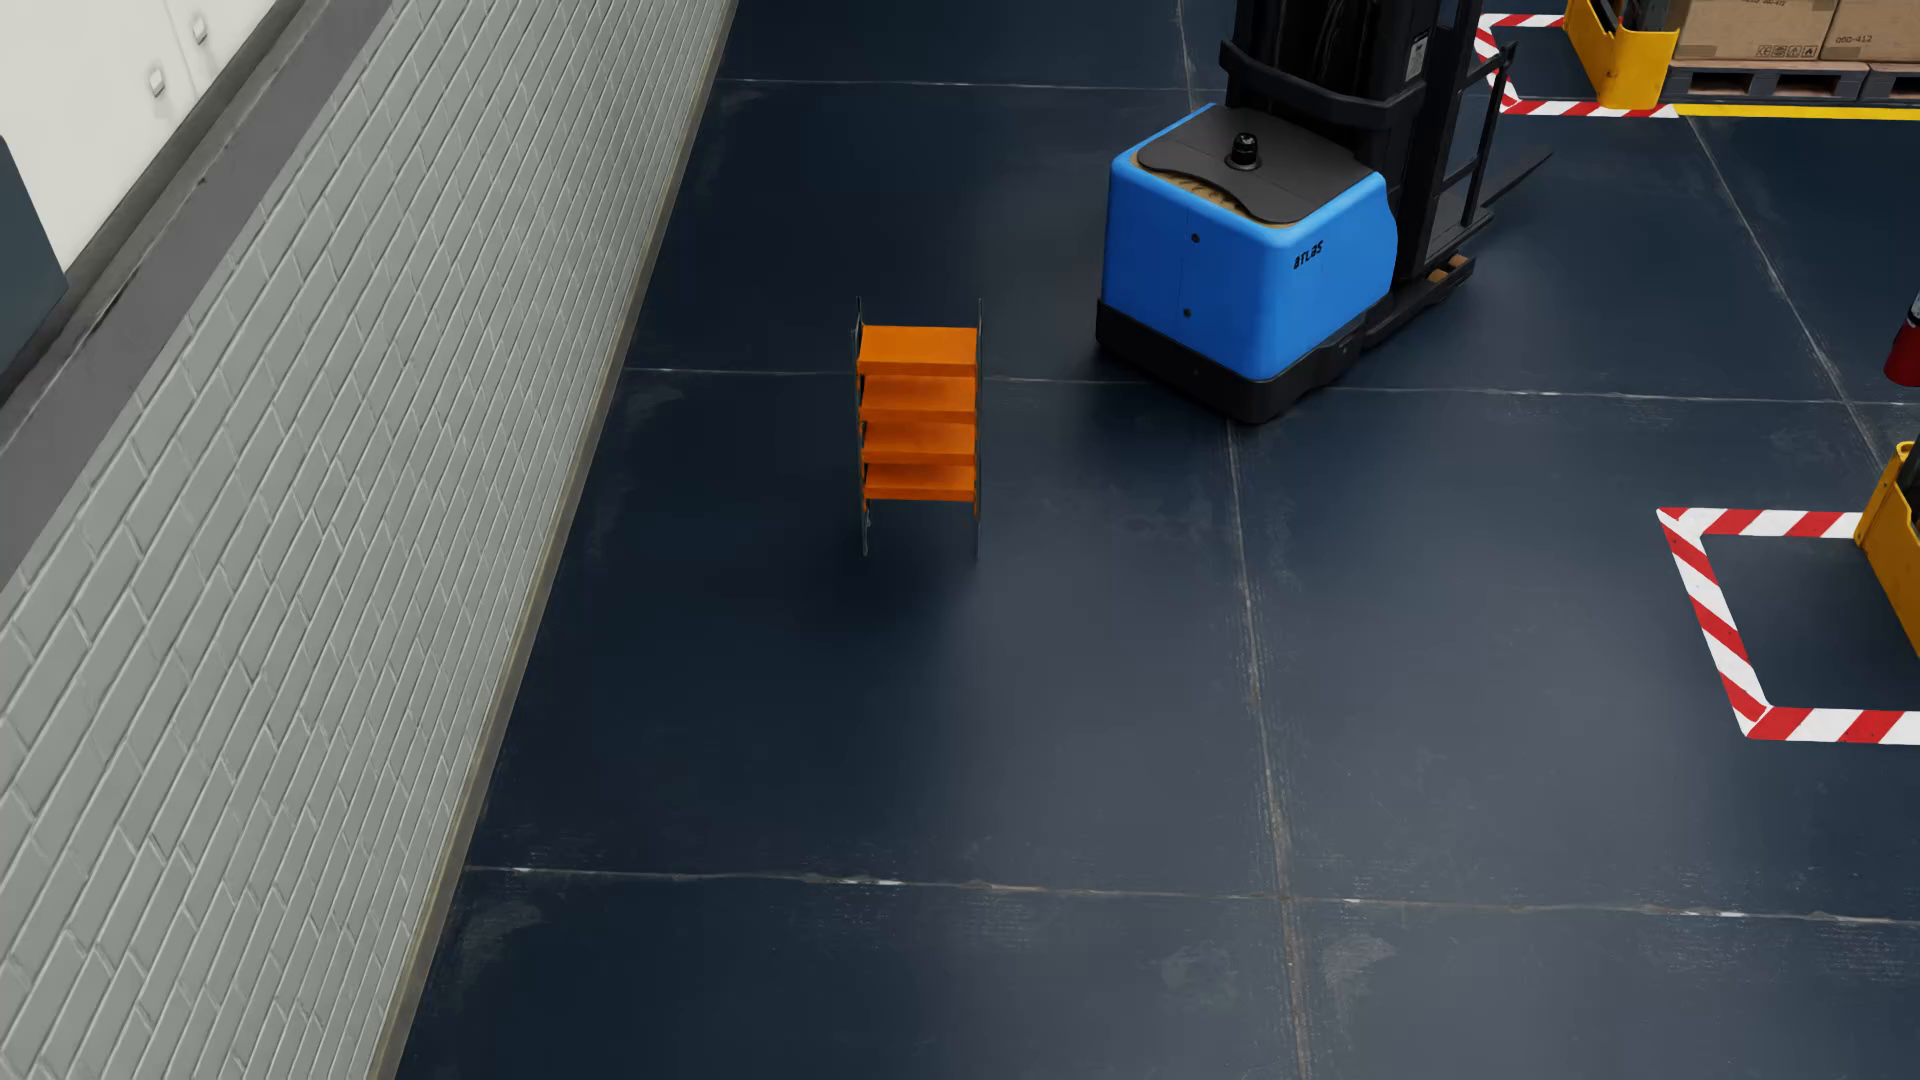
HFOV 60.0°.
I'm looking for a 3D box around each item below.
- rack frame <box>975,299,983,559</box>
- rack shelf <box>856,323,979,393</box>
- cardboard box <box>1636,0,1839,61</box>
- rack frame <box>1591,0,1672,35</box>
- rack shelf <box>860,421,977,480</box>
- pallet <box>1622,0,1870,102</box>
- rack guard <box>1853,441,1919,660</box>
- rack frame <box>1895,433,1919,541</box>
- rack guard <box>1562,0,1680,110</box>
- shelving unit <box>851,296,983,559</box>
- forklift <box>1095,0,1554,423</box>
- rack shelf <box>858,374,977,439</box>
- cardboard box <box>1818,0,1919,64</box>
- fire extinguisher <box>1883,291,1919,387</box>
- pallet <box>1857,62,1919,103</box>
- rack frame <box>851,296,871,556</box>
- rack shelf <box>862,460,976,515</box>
[{"bbox_3d":[0.078,-0.437,6.924,0.015,1.200,0.240,2,43,2],"label":"rack frame"},{"bbox_3d":[-0.165,-0.732,6.664,0.480,0.148,0.258,2,43,2],"label":"rack shelf"},{"bbox_3d":[4.807,-3.388,10.343,0.875,0.438,0.875,0,43,0],"label":"cardboard box"},{"bbox_3d":[4.143,-4.124,9.561,0.127,3.000,1.000,2,43,2],"label":"rack frame"},{"bbox_3d":[-0.165,-0.395,6.978,0.480,0.148,0.258,2,43,2],"label":"rack shelf"},{"bbox_3d":[4.945,-3.132,10.543,1.213,0.211,1.003,2,43,2],"label":"pallet"},{"bbox_3d":[4.097,0.167,6.789,0.348,0.500,1.175,2,43,2],"label":"rack guard"},{"bbox_3d":[4.021,-0.750,5.940,0.127,3.000,1.000,2,43,2],"label":"rack frame"},{"bbox_3d":[4.119,-3.210,10.414,0.348,0.500,1.175,2,43,2],"label":"rack guard"},{"bbox_3d":[-0.165,-0.444,6.932,0.503,1.200,0.258,2,43,2],"label":"shelving unit"},{"bbox_3d":[2.061,-2.531,7.902,1.130,2.935,3.031,33,52,30],"label":"forklift"},{"bbox_3d":[-0.165,-0.559,6.825,0.480,0.148,0.258,2,43,2],"label":"rack shelf"},{"bbox_3d":[5.721,-3.365,10.319,0.875,0.438,0.875,3,43,3],"label":"cardboard box"},{"bbox_3d":[3.790,-0.907,6.439,0.183,0.674,0.296,2,43,2],"label":"fire extinguisher"},{"bbox_3d":[6.161,-3.093,10.500,1.213,0.211,1.003,2,43,2],"label":"pallet"},{"bbox_3d":[-0.409,-0.452,6.940,0.015,1.200,0.240,2,43,2],"label":"rack frame"},{"bbox_3d":[-0.165,-0.250,7.113,0.480,0.148,0.258,2,43,2],"label":"rack shelf"}]
